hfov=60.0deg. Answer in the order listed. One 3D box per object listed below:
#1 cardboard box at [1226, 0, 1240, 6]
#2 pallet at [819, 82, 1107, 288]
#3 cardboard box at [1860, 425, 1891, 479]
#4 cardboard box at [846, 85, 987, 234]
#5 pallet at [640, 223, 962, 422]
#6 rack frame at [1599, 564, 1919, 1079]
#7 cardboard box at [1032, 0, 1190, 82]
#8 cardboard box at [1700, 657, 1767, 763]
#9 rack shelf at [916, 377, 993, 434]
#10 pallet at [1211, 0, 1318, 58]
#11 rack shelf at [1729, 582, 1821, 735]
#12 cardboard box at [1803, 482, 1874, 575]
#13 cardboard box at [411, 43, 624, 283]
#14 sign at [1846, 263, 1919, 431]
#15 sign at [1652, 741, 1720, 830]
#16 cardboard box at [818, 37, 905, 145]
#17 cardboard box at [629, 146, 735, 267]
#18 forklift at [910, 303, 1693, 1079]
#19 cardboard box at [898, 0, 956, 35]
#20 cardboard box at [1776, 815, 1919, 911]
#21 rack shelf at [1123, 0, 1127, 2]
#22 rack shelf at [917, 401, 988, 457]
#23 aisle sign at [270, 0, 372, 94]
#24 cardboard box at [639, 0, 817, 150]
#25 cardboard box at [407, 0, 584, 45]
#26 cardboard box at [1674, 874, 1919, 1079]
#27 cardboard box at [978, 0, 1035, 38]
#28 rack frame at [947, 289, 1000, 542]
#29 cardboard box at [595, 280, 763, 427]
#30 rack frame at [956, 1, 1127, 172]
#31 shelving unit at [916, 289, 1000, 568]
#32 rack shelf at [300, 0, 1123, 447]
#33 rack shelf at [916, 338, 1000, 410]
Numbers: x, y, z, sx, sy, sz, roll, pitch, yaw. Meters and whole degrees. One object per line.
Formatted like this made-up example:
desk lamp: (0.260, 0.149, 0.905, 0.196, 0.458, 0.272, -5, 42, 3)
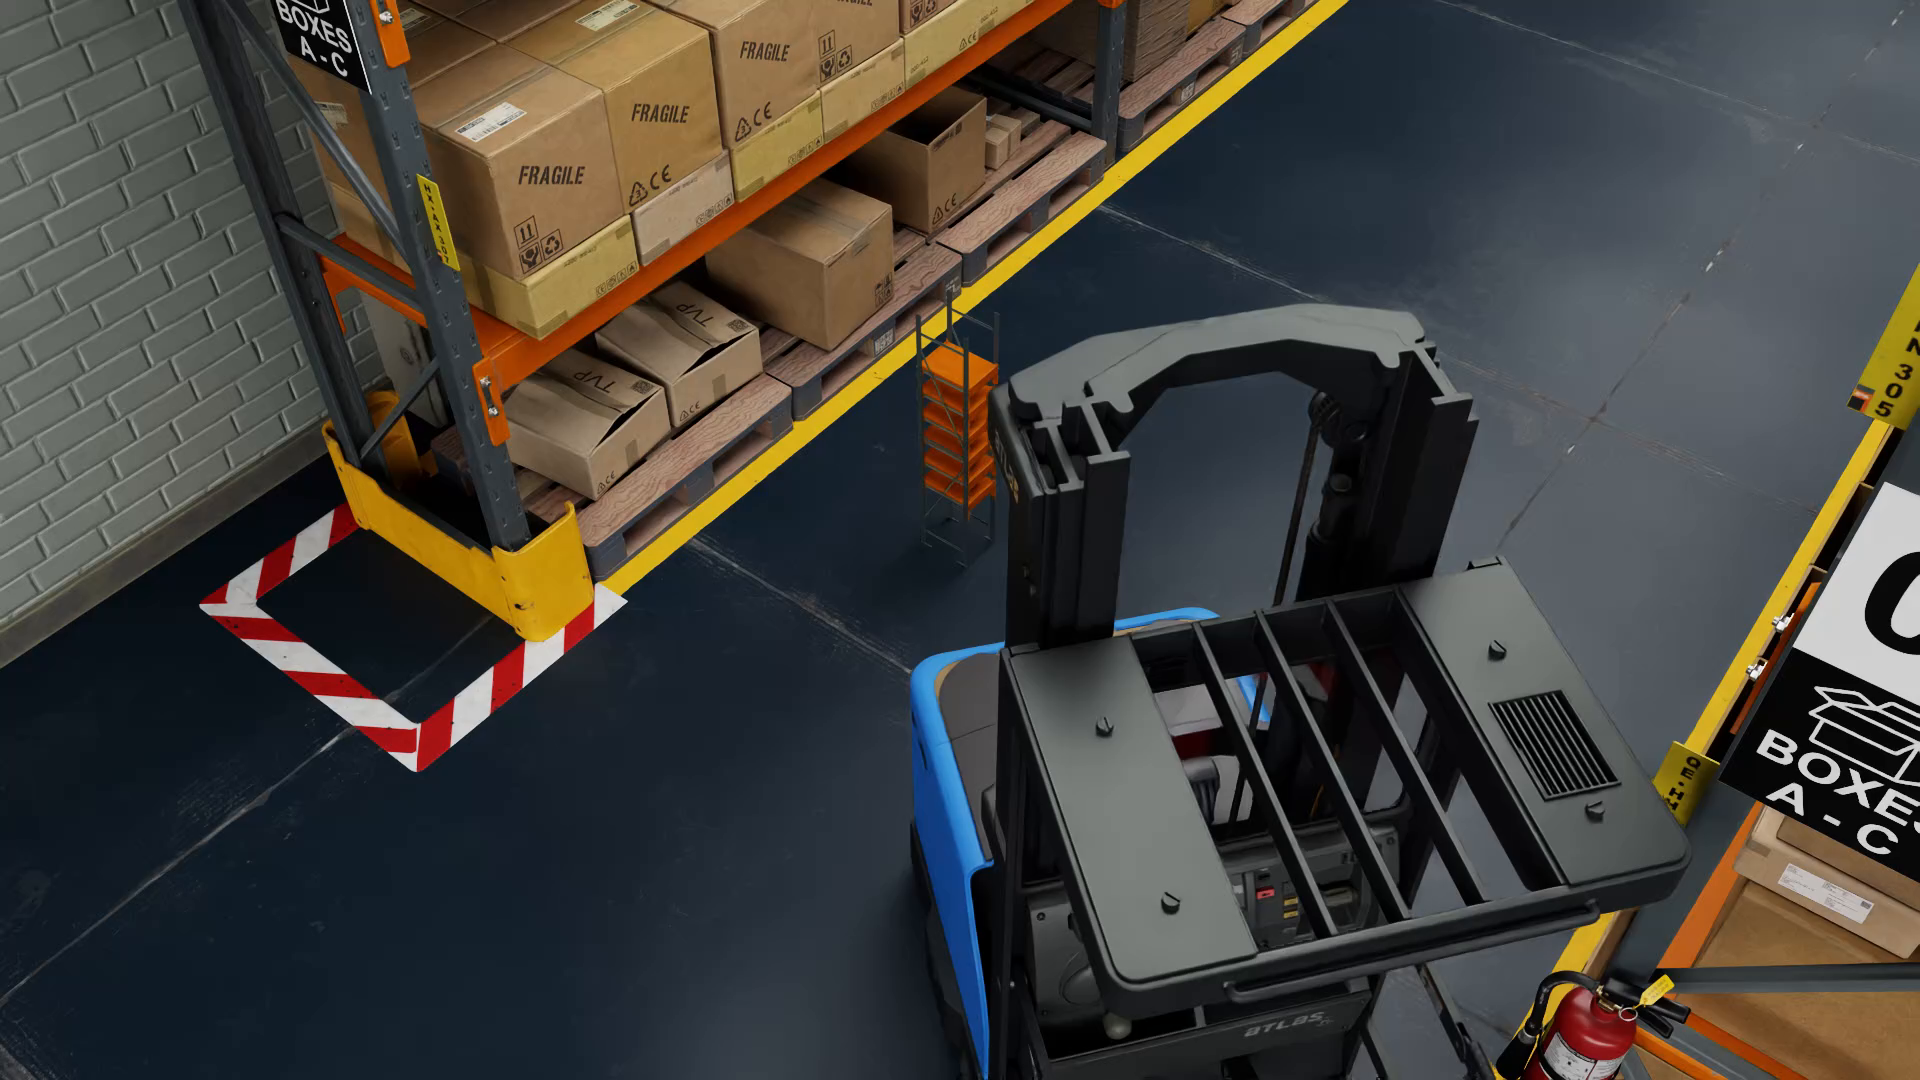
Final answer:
cardboard box: (1.445, -3.526, 9.633, 0.700, 0.500, 0.500, 30, 53, 25)
pallet: (0.006, -1.854, 8.540, 1.003, 0.211, 1.213, 29, 53, 25)
cardboard box: (3.779, -0.357, 6.274, 0.500, 0.500, 0.500, 29, 53, 25)
cardboard box: (-0.215, -1.894, 8.074, 0.500, 0.500, 0.500, 25, 51, 22)
pallet: (-0.740, -1.153, 7.870, 1.003, 0.211, 1.213, 29, 53, 25)
rack frame: (1.865, 1.260, 3.637, 1.000, 3.000, 0.127, 29, 53, 25)
cardboard box: (0.825, -2.934, 9.068, 0.700, 0.500, 0.500, 31, 54, 26)
cardboard box: (2.557, 0.788, 5.180, 0.500, 0.500, 0.500, 29, 53, 25)
rack shelf: (-0.009, -0.541, 6.332, 0.258, 0.103, 0.180, 29, 53, 25)
pallet: (1.609, -3.401, 10.018, 1.003, 0.211, 1.213, 29, 53, 25)
rack shelf: (3.088, -0.673, 3.906, 1.077, 0.370, 4.000, 29, 53, 25)
cardboard box: (3.168, 0.216, 5.727, 0.500, 0.500, 0.500, 29, 53, 25)
cardboard box: (-1.527, -1.283, 5.637, 0.500, 0.500, 0.500, 29, 53, 25)
sign: (1.444, -0.303, 2.498, 0.100, 0.325, 0.005, 29, 53, 25)
sign: (1.444, 0.530, 3.370, 0.100, 0.325, 0.005, 29, 53, 25)
cardboard box: (-0.574, -1.903, 6.748, 0.500, 0.250, 0.500, 30, 53, 25)
cardboard box: (-1.201, -1.326, 6.197, 0.500, 0.250, 0.500, 28, 52, 24)
forklift: (0.676, 1.046, 3.889, 1.130, 2.935, 3.031, -10, 47, -9)
cardboard box: (-0.273, -2.453, 6.754, 0.500, 0.500, 0.500, 28, 52, 24)
cardboard box: (2.193, 0.485, 3.411, 0.700, 0.500, 0.500, 29, 53, 25)
rack shelf: (1.611, -4.113, 9.267, 1.077, 0.370, 4.000, 29, 53, 25)
rack shelf: (-0.009, -0.458, 6.418, 0.258, 0.103, 0.180, 29, 53, 25)
aisle sign: (-1.864, -1.653, 4.621, 0.394, 0.787, 0.004, 29, 53, 25)
cardboard box: (-0.897, -1.854, 6.183, 0.500, 0.500, 0.500, 28, 52, 24)
cardboard box: (-1.622, -1.790, 6.121, 0.500, 0.500, 0.500, 30, 53, 25)
cardboard box: (2.161, 0.964, 3.851, 0.700, 0.500, 0.500, 29, 53, 25)
cardboard box: (0.027, -2.486, 7.305, 0.500, 0.250, 0.500, 29, 53, 25)
rack frame: (0.047, -0.459, 6.523, 0.240, 1.200, 0.006, 29, 53, 25)
cardboard box: (-1.214, -0.834, 7.192, 0.500, 0.311, 0.500, 34, 55, 28)
rack frame: (0.388, -3.217, 7.914, 1.000, 3.000, 0.127, 29, 53, 25)
shelving unit: (-0.009, -0.406, 6.473, 0.258, 1.200, 0.189, 29, 53, 25)
rack shelf: (-0.834, -1.824, 7.080, 1.077, 0.370, 4.000, 29, 53, 25)
rack shelf: (-0.009, -0.624, 6.245, 0.258, 0.103, 0.180, 29, 53, 25)
